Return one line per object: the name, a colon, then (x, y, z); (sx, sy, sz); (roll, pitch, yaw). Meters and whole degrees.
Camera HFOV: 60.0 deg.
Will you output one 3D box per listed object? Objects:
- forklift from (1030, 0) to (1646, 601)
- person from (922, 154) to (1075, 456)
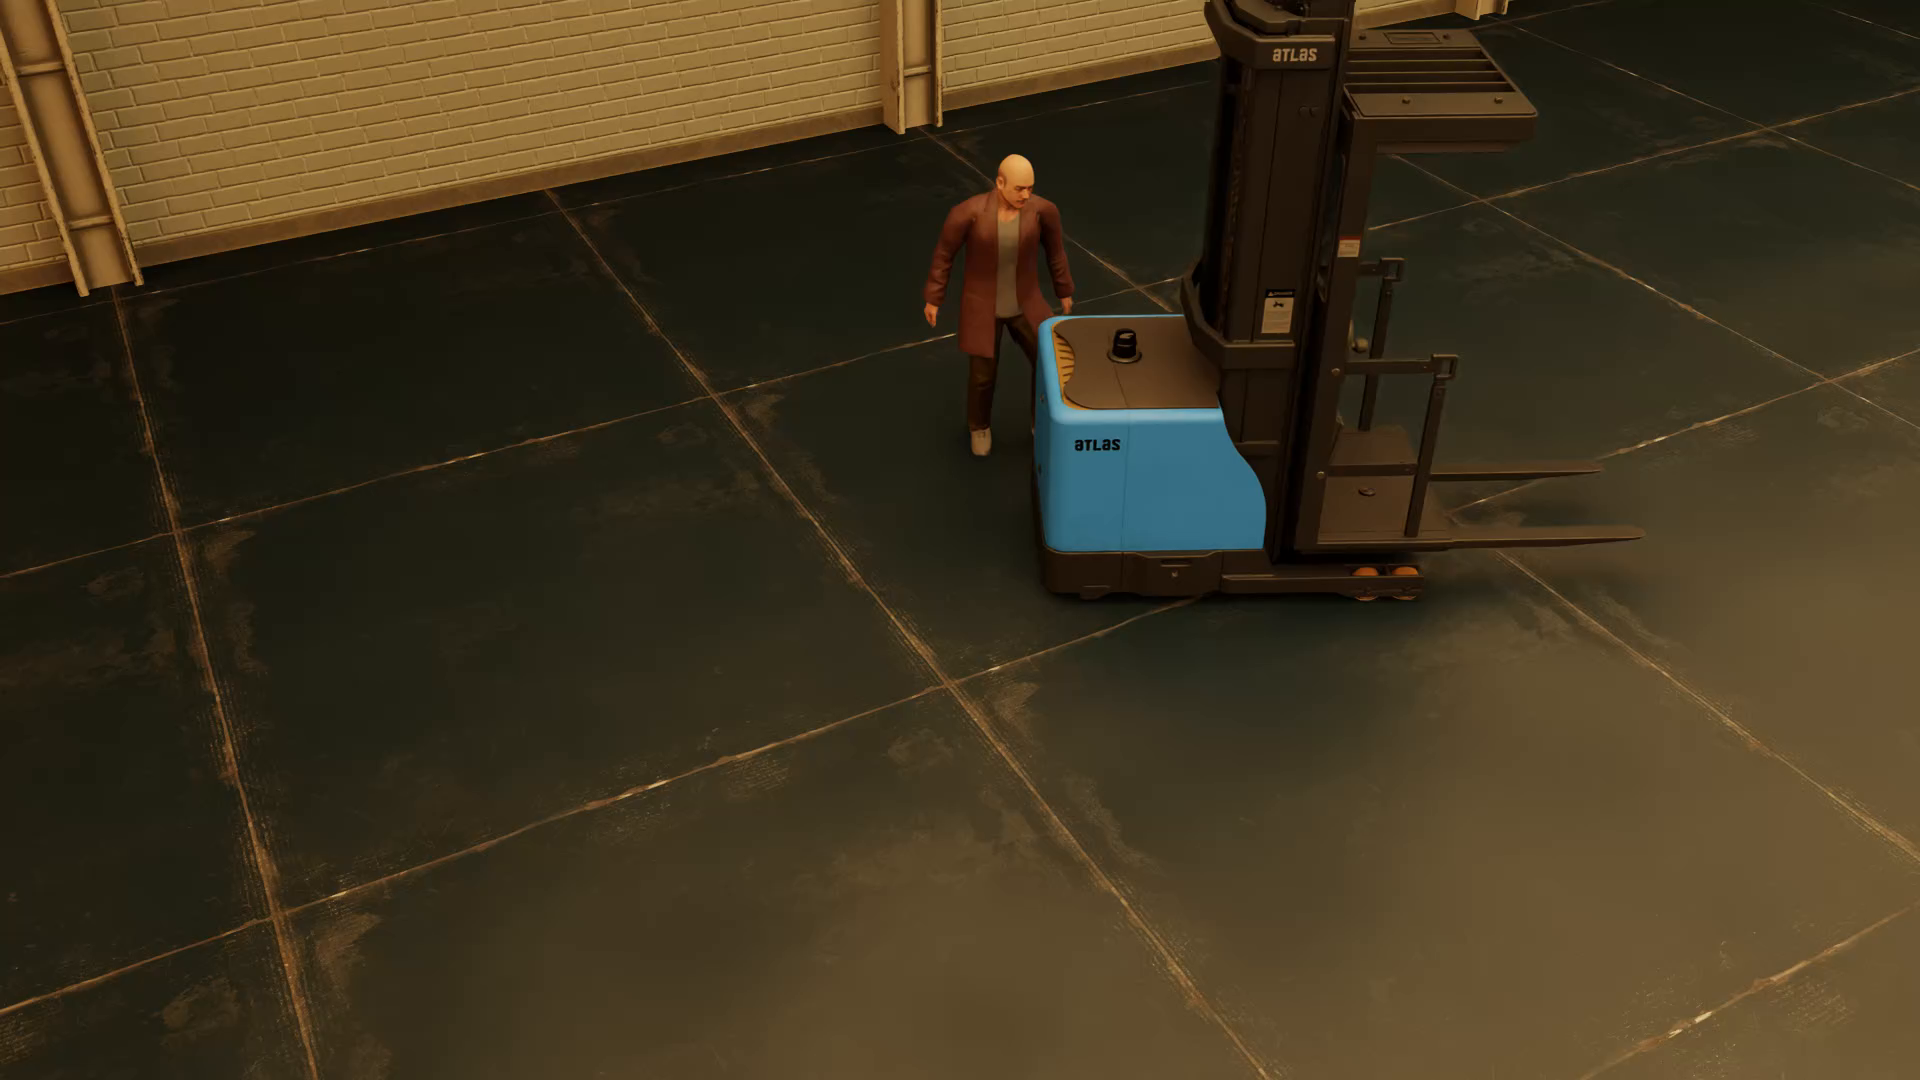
forklift: (1.905, -1.202, 7.824); (3.031, 2.935, 1.130); (-1, 35, -1)
person: (0.261, -1.269, 8.957); (0.913, 1.749, 0.441); (-7, 36, -9)
